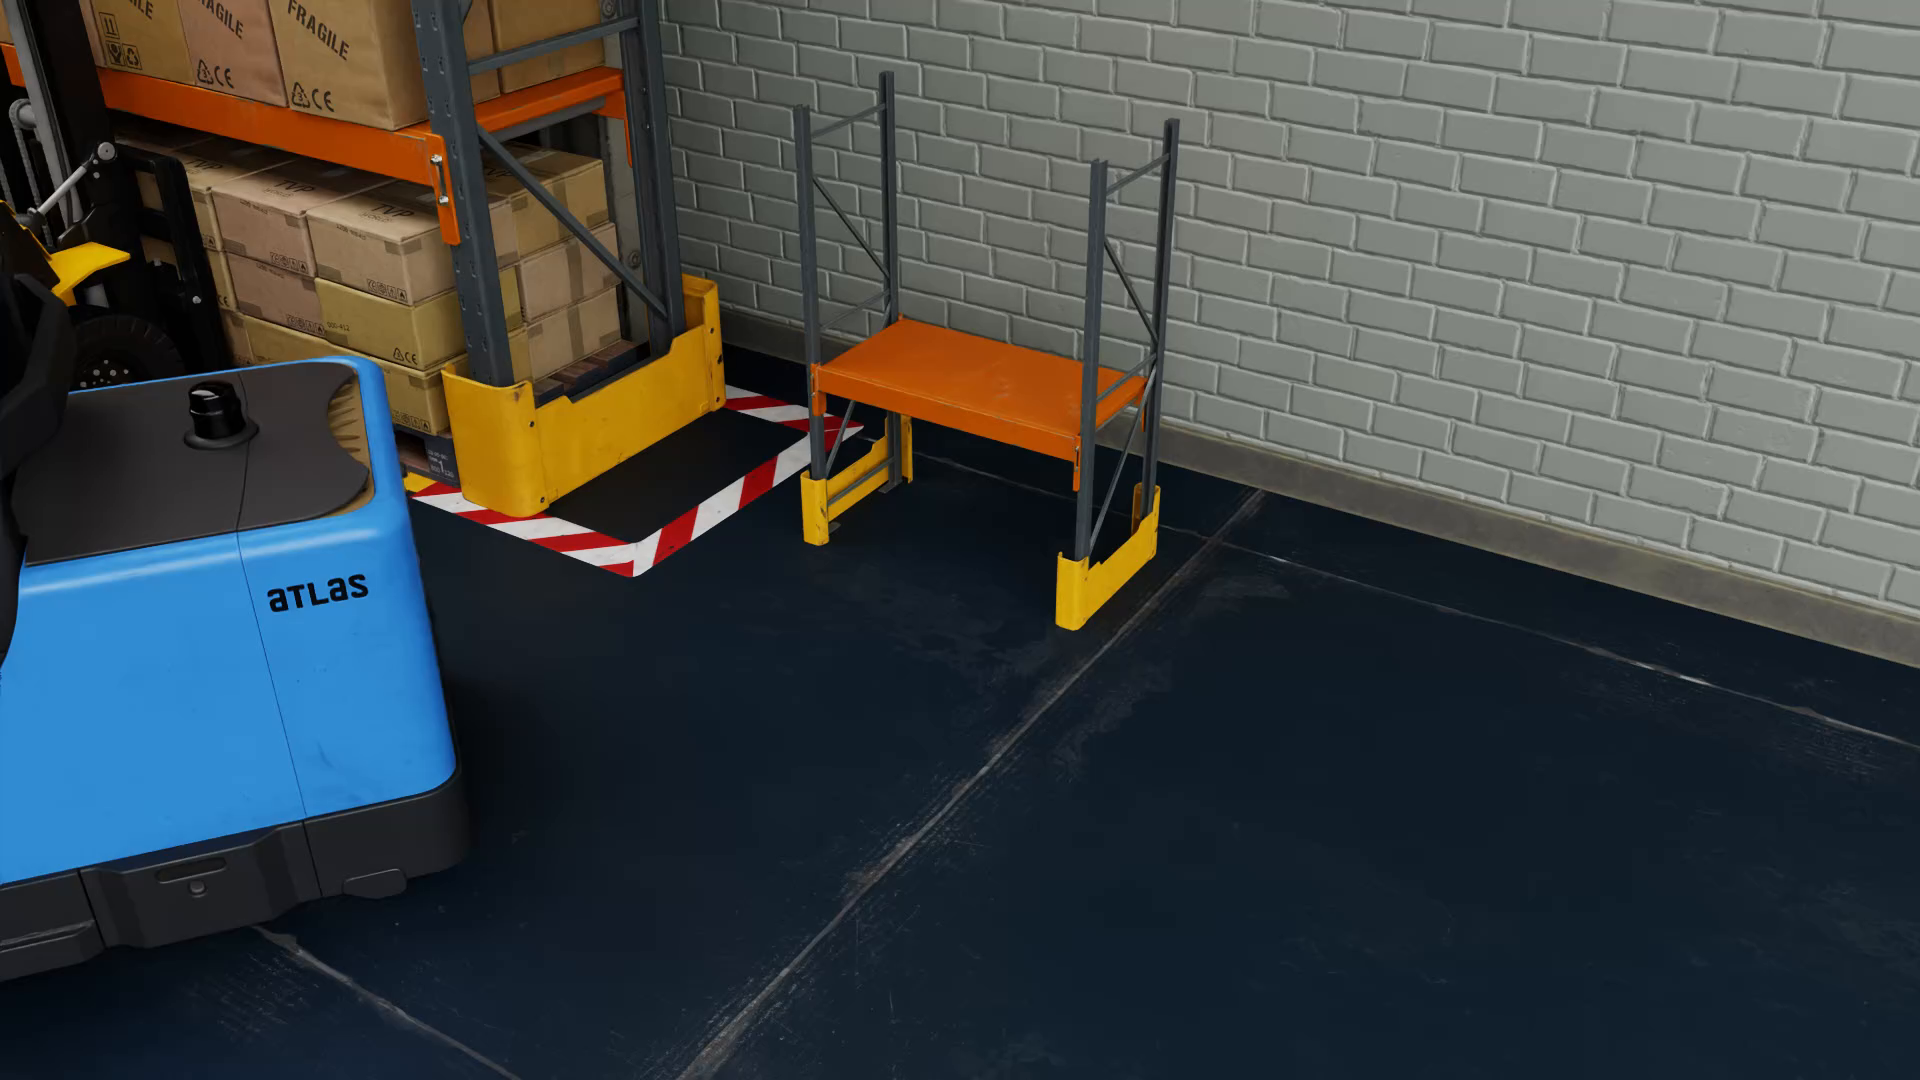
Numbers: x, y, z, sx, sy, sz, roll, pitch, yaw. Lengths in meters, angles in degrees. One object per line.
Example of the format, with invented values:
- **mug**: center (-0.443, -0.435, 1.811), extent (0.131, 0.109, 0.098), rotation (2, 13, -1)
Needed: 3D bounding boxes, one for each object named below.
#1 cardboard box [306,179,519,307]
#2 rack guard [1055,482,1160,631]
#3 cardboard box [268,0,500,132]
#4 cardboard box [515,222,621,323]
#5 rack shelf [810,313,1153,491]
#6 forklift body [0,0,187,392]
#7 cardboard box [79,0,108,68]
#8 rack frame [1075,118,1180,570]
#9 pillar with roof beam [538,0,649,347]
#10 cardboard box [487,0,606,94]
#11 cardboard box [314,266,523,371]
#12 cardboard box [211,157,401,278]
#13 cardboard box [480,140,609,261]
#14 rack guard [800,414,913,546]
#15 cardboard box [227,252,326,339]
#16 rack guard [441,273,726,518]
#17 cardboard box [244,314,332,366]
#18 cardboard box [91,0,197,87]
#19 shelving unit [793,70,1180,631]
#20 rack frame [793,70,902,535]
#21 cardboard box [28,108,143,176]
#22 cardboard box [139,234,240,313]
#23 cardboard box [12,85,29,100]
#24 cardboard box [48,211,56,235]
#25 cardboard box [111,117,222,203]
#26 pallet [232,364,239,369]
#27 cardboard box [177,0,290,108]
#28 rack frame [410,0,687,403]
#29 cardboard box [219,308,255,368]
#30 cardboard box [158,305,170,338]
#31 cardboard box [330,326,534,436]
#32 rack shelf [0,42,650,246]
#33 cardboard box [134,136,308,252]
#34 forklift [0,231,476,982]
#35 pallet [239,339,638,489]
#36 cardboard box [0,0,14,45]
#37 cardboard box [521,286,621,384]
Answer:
- **cardboard box**: center (-1.949, -1.079, 5.943), extent (0.500, 0.250, 0.500), rotation (19, 35, 29)
- **rack guard**: center (0.486, 0.046, 5.423), extent (0.087, 0.250, 0.587), rotation (18, 35, 27)
- **cardboard box**: center (-1.950, -1.727, 5.634), extent (0.500, 0.500, 0.500), rotation (17, 34, 26)
- **cardboard box**: center (-1.681, -1.088, 6.454), extent (0.500, 0.250, 0.500), rotation (18, 35, 28)
- **rack shelf**: center (0.072, -0.470, 5.424), extent (1.000, 0.185, 0.538), rotation (18, 35, 27)
- **forklift body**: center (-3.969, -1.026, 5.375), extent (1.214, 2.155, 2.313), rotation (18, 35, 27)
- **cardboard box**: center (-3.250, -2.137, 6.336), extent (0.500, 0.500, 0.500), rotation (18, 35, 28)
- **rack frame**: center (0.503, -0.489, 5.099), extent (0.032, 1.500, 0.500), rotation (18, 35, 27)
- **pillar with roof beam**: center (-3.793, -2.989, 1.943), extent (0.400, 9.000, 9.100), rotation (18, 35, 27)
- **cardboard box**: center (-1.665, -1.958, 6.030), extent (0.500, 0.500, 0.500), rotation (19, 35, 29)
- **cardboard box**: center (-1.972, -0.870, 6.081), extent (0.500, 0.250, 0.500), rotation (17, 34, 27)
- **cardboard box**: center (-2.385, -1.214, 6.173), extent (0.500, 0.250, 0.500), rotation (18, 35, 28)
- **cardboard box**: center (-1.700, -1.299, 6.319), extent (0.500, 0.250, 0.500), rotation (17, 34, 27)
- **rack guard**: center (-0.357, -0.221, 5.881), extent (0.087, 0.250, 0.587), rotation (18, 35, 27)
- **cardboard box**: center (-2.391, -1.009, 6.319), extent (0.500, 0.250, 0.500), rotation (17, 34, 27)
- **rack guard**: center (-1.373, -0.577, 6.244), extent (0.348, 0.500, 1.175), rotation (18, 35, 27)
- **cardboard box**: center (-2.376, -0.786, 6.432), extent (0.500, 0.250, 0.500), rotation (18, 35, 27)
- **cardboard box**: center (-2.819, -2.007, 6.114), extent (0.500, 0.500, 0.500), rotation (17, 34, 26)
- **shelving unit**: center (0.065, -0.627, 5.337), extent (1.083, 1.500, 0.587), rotation (18, 35, 27)
- **rack frame**: center (-0.358, -0.761, 5.566), extent (0.032, 1.500, 0.500), rotation (18, 35, 27)
- **cardboard box**: center (-3.683, -1.628, 6.883), extent (0.500, 0.250, 0.500), rotation (19, 35, 29)
- **cardboard box**: center (-2.839, -1.139, 6.541), extent (0.500, 0.250, 0.500), rotation (17, 34, 26)
- **cardboard box**: center (-4.111, -1.756, 7.103), extent (0.500, 0.250, 0.500), rotation (18, 35, 27)
- **cardboard box**: center (-3.688, -1.410, 7.006), extent (0.500, 0.250, 0.500), rotation (17, 34, 27)
- **cardboard box**: center (-3.243, -1.484, 6.636), extent (0.500, 0.250, 0.500), rotation (17, 34, 26)
- **pallet**: center (-3.093, -0.973, 7.209), extent (1.213, 0.211, 1.003), rotation (18, 35, 27)
- **cardboard box**: center (-2.384, -1.870, 5.879), extent (0.500, 0.500, 0.500), rotation (19, 35, 29)
- **rack frame**: center (-1.393, -1.664, 5.625), extent (0.127, 3.000, 1.000), rotation (18, 35, 27)
- **cardboard box**: center (-2.794, -0.923, 6.668), extent (0.500, 0.250, 0.500), rotation (18, 35, 28)
- **cardboard box**: center (-3.246, -1.053, 6.890), extent (0.500, 0.250, 0.500), rotation (19, 35, 29)
- **cardboard box**: center (-1.959, -0.648, 6.197), extent (0.500, 0.250, 0.500), rotation (18, 35, 28)
- **rack shelf**: center (-3.087, -1.889, 6.725), extent (4.000, 0.370, 1.077), rotation (18, 35, 27)
- **cardboard box**: center (-2.818, -1.345, 6.398), extent (0.500, 0.250, 0.500), rotation (18, 35, 28)
- **forklift**: center (-2.817, -0.368, 3.472), extent (3.031, 2.935, 1.130), rotation (-11, 32, -18)
- **pallet**: center (-2.063, -0.646, 6.648), extent (1.213, 0.211, 1.003), rotation (18, 35, 27)
- **cardboard box**: center (-3.665, -2.280, 6.583), extent (0.500, 0.500, 0.500), rotation (17, 34, 27)
- **cardboard box**: center (-1.705, -0.872, 6.581), extent (0.500, 0.250, 0.500), rotation (18, 35, 28)
